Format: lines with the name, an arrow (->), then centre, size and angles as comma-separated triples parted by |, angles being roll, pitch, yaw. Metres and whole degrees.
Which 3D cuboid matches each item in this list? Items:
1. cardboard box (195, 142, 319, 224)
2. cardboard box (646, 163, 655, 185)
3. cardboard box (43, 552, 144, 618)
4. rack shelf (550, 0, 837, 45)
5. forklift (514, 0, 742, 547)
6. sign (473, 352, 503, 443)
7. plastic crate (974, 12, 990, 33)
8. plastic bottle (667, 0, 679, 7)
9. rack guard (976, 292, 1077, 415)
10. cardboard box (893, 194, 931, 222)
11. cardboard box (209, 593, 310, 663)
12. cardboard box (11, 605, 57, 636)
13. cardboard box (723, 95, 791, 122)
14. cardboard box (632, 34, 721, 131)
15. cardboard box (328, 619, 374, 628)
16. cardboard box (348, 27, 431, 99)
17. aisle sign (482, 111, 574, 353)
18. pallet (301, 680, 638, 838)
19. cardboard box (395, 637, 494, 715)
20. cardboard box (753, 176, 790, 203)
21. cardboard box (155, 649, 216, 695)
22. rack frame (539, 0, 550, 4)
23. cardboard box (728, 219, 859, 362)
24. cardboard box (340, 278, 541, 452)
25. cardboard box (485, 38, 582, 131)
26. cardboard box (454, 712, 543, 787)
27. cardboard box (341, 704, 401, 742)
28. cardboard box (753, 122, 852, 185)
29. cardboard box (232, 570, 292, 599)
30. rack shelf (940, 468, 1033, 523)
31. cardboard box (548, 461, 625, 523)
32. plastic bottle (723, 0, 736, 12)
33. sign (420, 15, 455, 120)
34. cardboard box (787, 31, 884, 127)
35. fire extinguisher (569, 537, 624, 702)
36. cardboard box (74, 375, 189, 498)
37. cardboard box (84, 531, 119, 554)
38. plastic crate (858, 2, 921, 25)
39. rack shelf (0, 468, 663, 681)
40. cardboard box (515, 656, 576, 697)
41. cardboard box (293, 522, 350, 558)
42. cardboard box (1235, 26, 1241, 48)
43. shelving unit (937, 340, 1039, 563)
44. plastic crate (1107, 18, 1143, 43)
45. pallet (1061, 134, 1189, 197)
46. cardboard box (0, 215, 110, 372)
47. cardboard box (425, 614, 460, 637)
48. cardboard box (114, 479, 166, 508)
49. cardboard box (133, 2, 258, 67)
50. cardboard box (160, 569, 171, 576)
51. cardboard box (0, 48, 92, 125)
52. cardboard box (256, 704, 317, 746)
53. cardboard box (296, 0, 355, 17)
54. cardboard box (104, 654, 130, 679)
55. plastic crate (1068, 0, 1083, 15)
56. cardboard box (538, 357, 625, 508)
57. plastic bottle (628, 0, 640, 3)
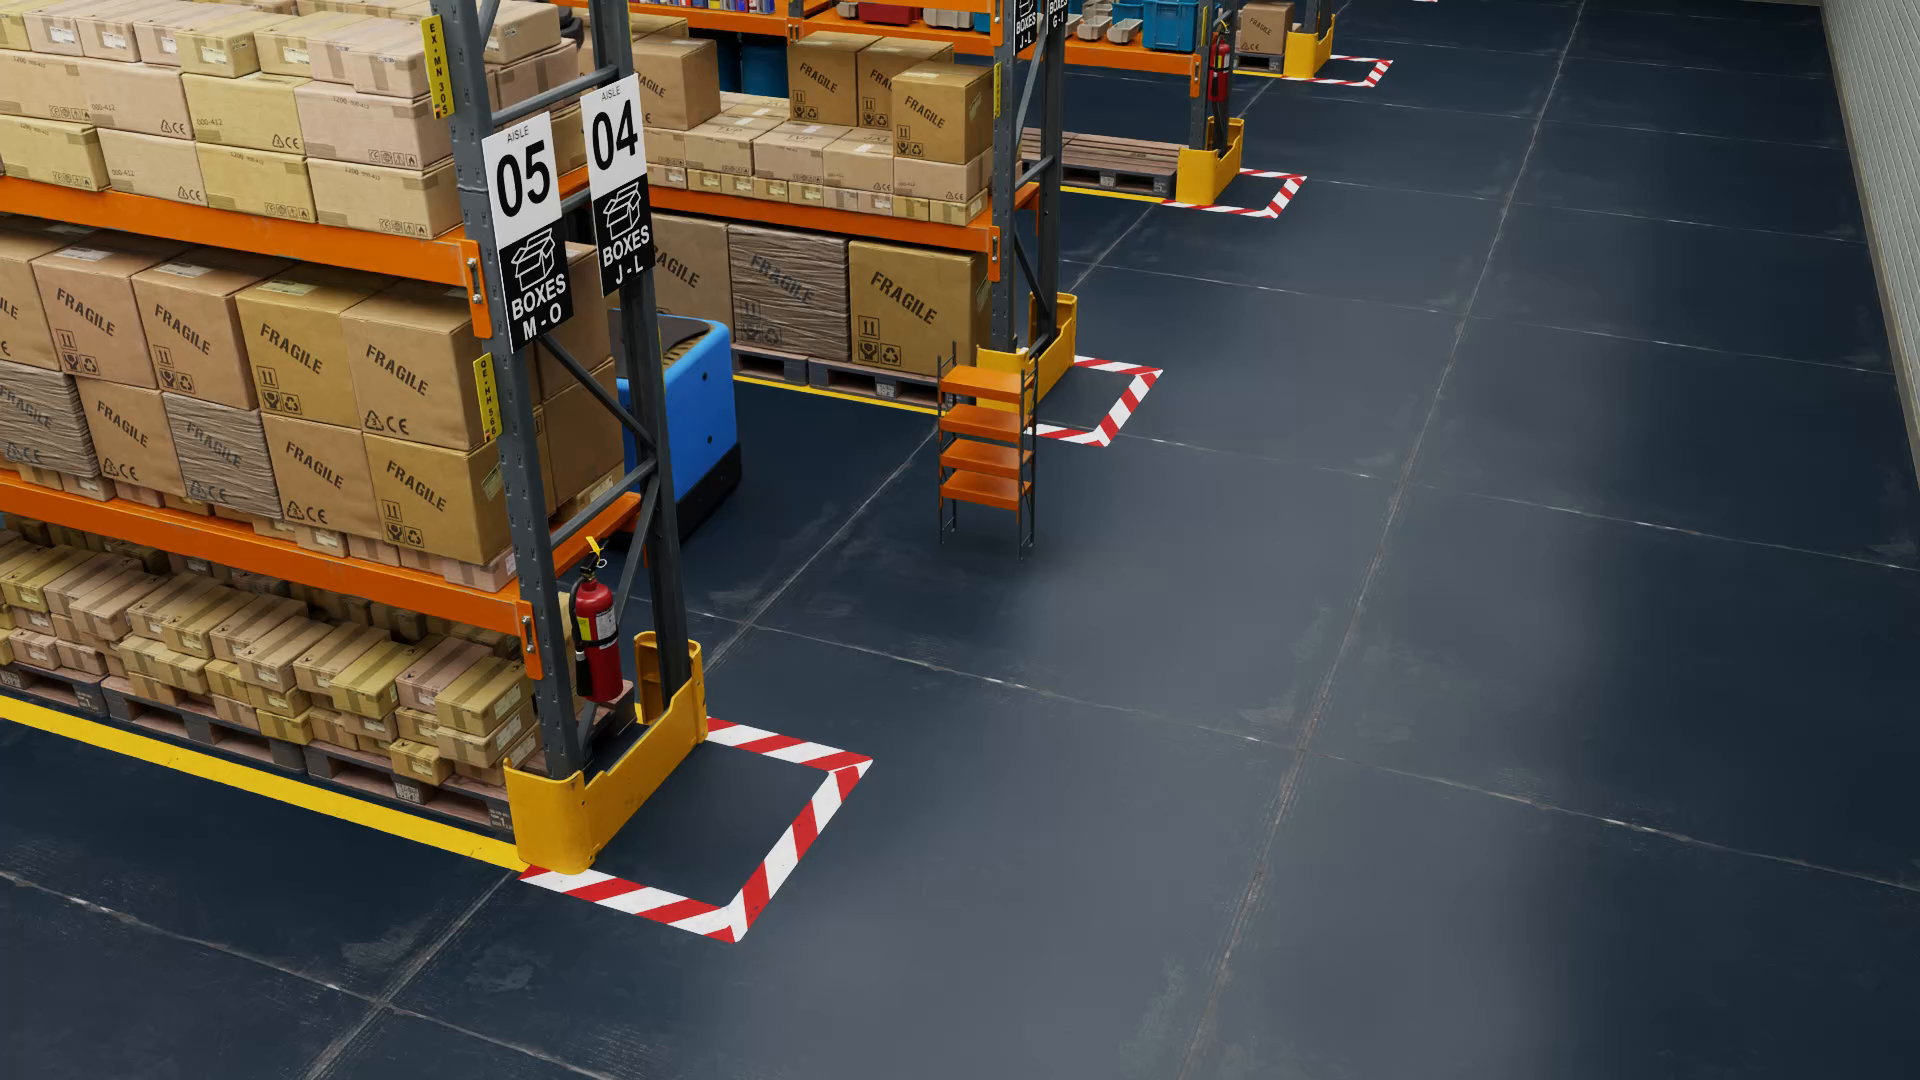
cardboard box -> -2.508, -1.426, 6.329 | 0.500, 0.250, 0.500 | 11, 31, 19
cardboard box -> -2.142, -2.606, 11.568 | 0.250, 0.149, 0.380 | 11, 31, 18
cardboard box -> -4.241, 0.226, 8.167 | 0.250, 0.149, 0.380 | 10, 31, 18
rack shelf -> -3.251, -5.429, 17.038 | 4.000, 0.370, 1.077 | 11, 31, 19
forklift -> -2.925, -1.630, 9.655 | 3.031, 2.935, 1.130 | 9, 31, 15
sign -> -1.739, -0.524, 6.130 | 0.005, 0.325, 0.100 | 11, 31, 19
plastic crate -> 0.309, -4.849, 15.389 | 0.300, 0.233, 0.416 | 11, 31, 19
plastic bottle -> -2.815, -5.430, 16.434 | 0.135, 0.276, 0.152 | 11, 31, 19
rack guard -> 0.469, -1.281, 11.509 | 0.348, 0.500, 1.175 | 11, 31, 19
cardboard box -> -0.249, -2.228, 10.898 | 0.250, 0.149, 0.380 | 12, 31, 20
cardboard box -> -3.285, 0.423, 7.820 | 0.250, 0.149, 0.380 | 10, 31, 17
cardboard box -> -4.495, 0.305, 8.330 | 0.250, 0.149, 0.380 | 11, 31, 19
cardboard box -> -1.331, -2.932, 11.739 | 0.500, 0.250, 0.500 | 11, 31, 18
cardboard box -> -1.975, -3.111, 11.293 | 0.500, 0.500, 0.500 | 10, 31, 18
cardboard box -> -2.872, 0.400, 8.163 | 0.250, 0.149, 0.380 | 10, 31, 17
cardboard box -> -1.930, -1.691, 5.883 | 0.250, 0.149, 0.380 | 11, 31, 19
aisle sign -> -1.557, -1.113, 6.028 | 0.004, 0.787, 0.394 | 11, 31, 19
pallet -> -2.322, 0.902, 7.939 | 1.213, 0.211, 1.003 | 11, 31, 19
cardboard box -> -2.309, 0.613, 7.483 | 0.250, 0.149, 0.380 | 12, 32, 20
cardboard box -> -1.195, -2.416, 11.232 | 0.250, 0.149, 0.380 | 11, 31, 19
cardboard box -> -3.571, 0.551, 7.896 | 0.250, 0.149, 0.380 | 12, 31, 20
rack frame -> -3.260, -3.114, 12.211 | 0.127, 3.000, 1.000 | 11, 31, 19
cardboard box -> -1.020, -1.882, 11.764 | 0.875, 0.875, 0.875 | 11, 31, 19
cardboard box -> -2.029, -0.711, 6.539 | 0.500, 0.500, 0.500 | 11, 31, 18
cardboard box -> -1.830, -1.791, 6.466 | 0.500, 0.250, 0.500 | 12, 32, 20
cardboard box -> -2.078, 0.925, 7.536 | 0.250, 0.149, 0.380 | 12, 32, 20
cardboard box -> -2.590, 0.735, 7.570 | 0.250, 0.149, 0.380 | 10, 31, 17
cardboard box -> -1.044, -2.595, 11.143 | 0.500, 0.250, 0.500 | 10, 31, 17
cardboard box -> -3.366, 0.179, 8.251 | 0.250, 0.149, 0.380 | 11, 31, 19
rack shelf -> 0.153, -0.260, 9.531 | 0.480, 0.148, 0.258 | 11, 31, 19
cardboard box -> -1.689, -0.231, 7.366 | 0.250, 0.149, 0.380 | 11, 31, 19
plastic bottle -> -2.223, -5.312, 16.225 | 0.135, 0.276, 0.152 | 11, 31, 19
sign -> -1.739, -1.573, 5.537 | 0.005, 0.325, 0.100 | 11, 31, 19
cardboard box -> -0.842, -3.162, 11.384 | 0.500, 0.500, 0.500 | 10, 31, 18
fire extinguisher -> -1.452, 0.322, 6.590 | 0.183, 0.674, 0.296 | 11, 31, 19
cardboard box -> -3.432, -0.554, 7.278 | 0.500, 0.500, 0.500 | 13, 32, 22
cardboard box -> -4.306, -0.053, 8.661 | 0.250, 0.149, 0.380 | 11, 31, 19
plastic crate -> -0.665, -5.147, 15.682 | 0.583, 0.464, 0.402 | 11, 31, 19
rack shelf -> -3.365, -0.188, 7.765 | 4.000, 0.370, 1.077 | 11, 31, 19
cardboard box -> -1.901, 0.584, 7.837 | 0.250, 0.149, 0.380 | 13, 32, 21
cardboard box -> -2.620, -0.093, 7.121 | 0.250, 0.149, 0.380 | 12, 32, 20
cardboard box -> 3.237, -5.953, 19.665 | 0.250, 0.166, 0.380 | 11, 31, 19
shelving unit -> 0.153, -0.492, 9.401 | 0.503, 1.200, 0.258 | 11, 31, 19
plastic crate -> 1.485, -4.612, 15.068 | 0.243, 0.136, 0.396 | 11, 31, 19
pallet -> 1.559, -3.589, 15.885 | 1.213, 0.211, 1.003 | 11, 31, 19
cardboard box -> -3.951, -1.089, 7.208 | 0.500, 0.500, 0.500 | 12, 32, 20
cardboard box -> -2.356, 0.315, 8.010 | 0.250, 0.149, 0.380 | 11, 31, 19
cardboard box -> -3.575, -0.310, 7.506 | 0.250, 0.149, 0.380 | 13, 32, 21
cardboard box -> -2.858, -1.902, 6.257 | 0.250, 0.149, 0.380 | 11, 31, 18
cardboard box -> -4.101, 0.148, 8.608 | 0.250, 0.149, 0.380 | 12, 31, 20
cardboard box -> -3.446, -1.847, 6.566 | 0.500, 0.250, 0.500 | 10, 31, 17
cardboard box -> -3.060, 0.777, 7.798 | 0.250, 0.149, 0.380 | 10, 31, 17
cardboard box -> -2.405, -2.111, 6.627 | 0.250, 0.149, 0.380 | 12, 32, 20
cardboard box -> -3.989, 0.530, 8.234 | 0.250, 0.149, 0.380 | 10, 31, 17
plastic crate -> 0.984, -5.025, 15.701 | 0.300, 0.233, 0.416 | 11, 31, 19
cardboard box -> -1.824, -0.513, 7.206 | 0.500, 0.500, 0.500 | 13, 32, 21
plastic bottle -> -3.261, -5.498, 16.547 | 0.133, 0.283, 0.061 | 11, 31, 19
